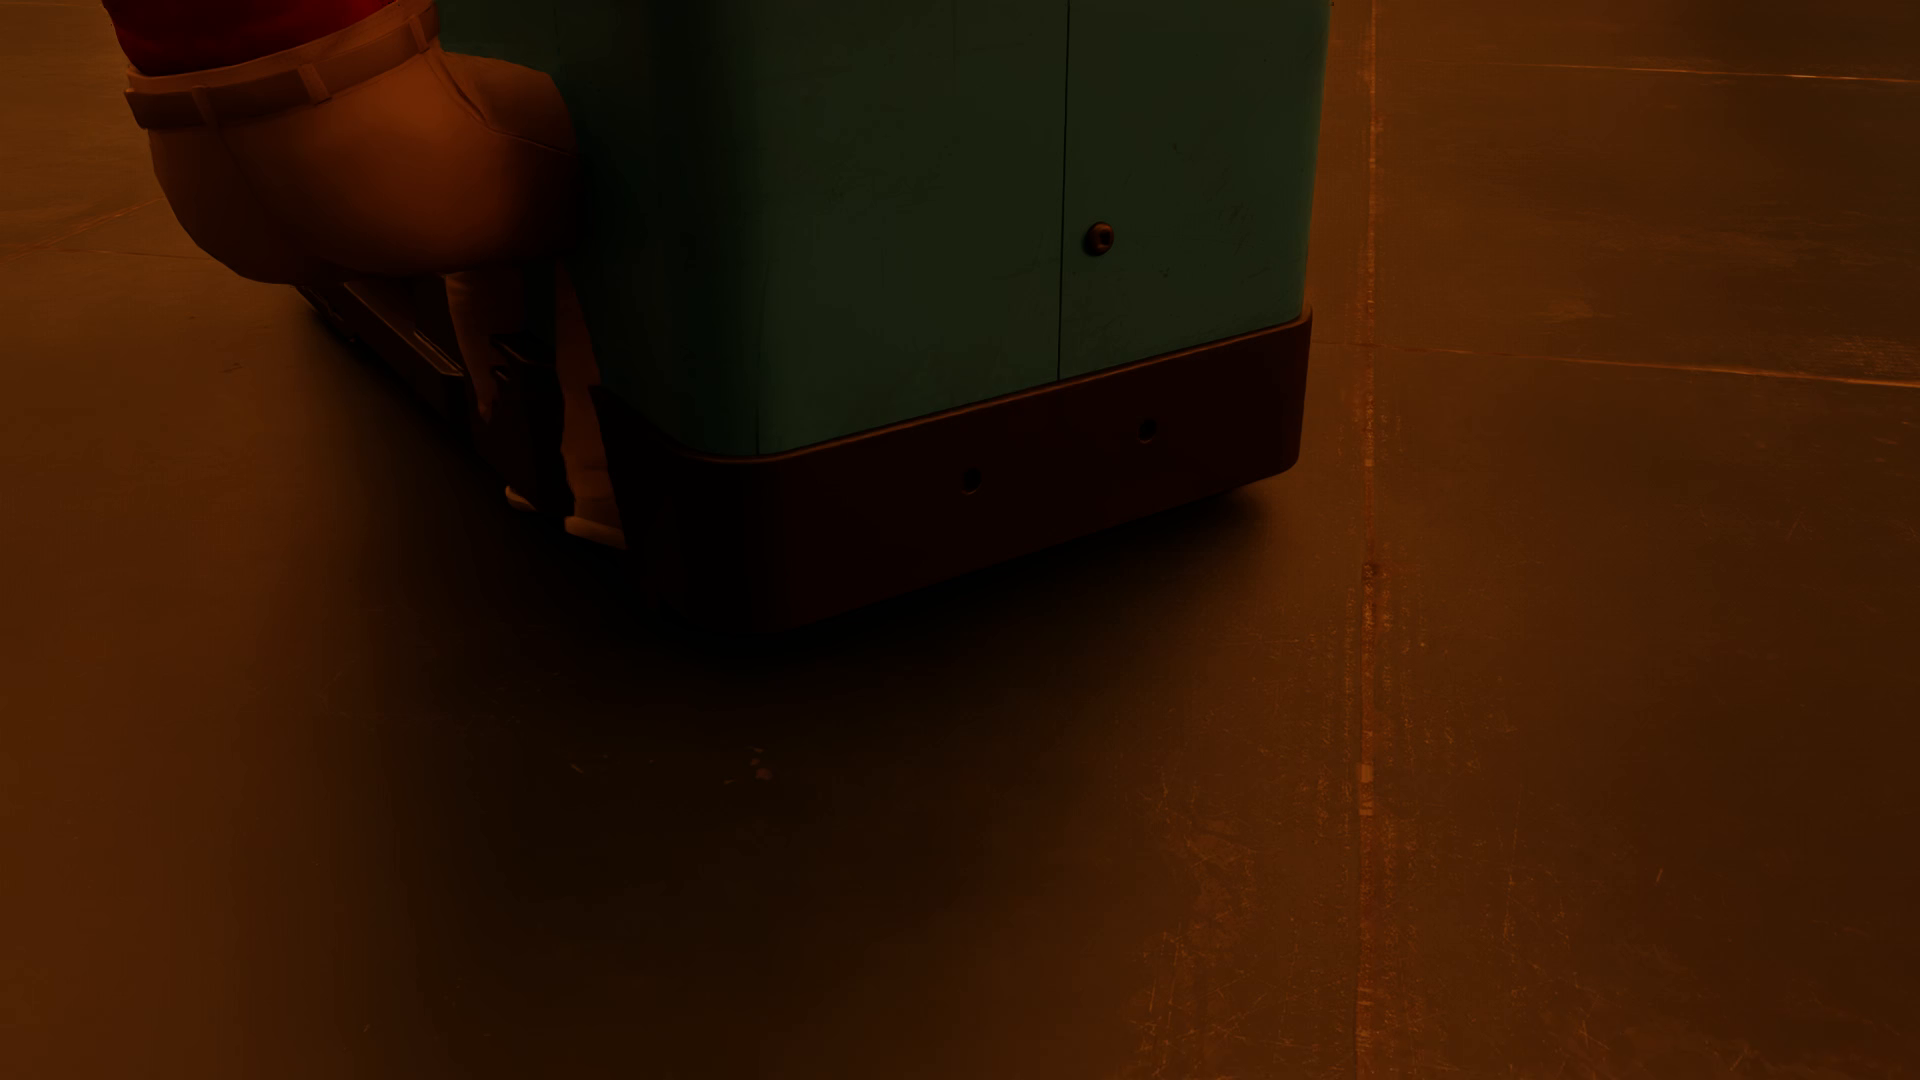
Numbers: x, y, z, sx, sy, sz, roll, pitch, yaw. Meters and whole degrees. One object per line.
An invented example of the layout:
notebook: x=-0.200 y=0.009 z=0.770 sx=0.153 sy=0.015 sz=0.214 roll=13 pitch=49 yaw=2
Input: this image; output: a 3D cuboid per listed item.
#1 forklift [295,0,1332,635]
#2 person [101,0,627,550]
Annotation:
forklift: x=-0.713 y=-1.802 z=2.818 sx=1.130 sy=2.935 sz=3.031 roll=-17 pitch=31 yaw=-30
person: x=-0.676 y=-0.644 z=2.134 sx=0.881 sy=1.491 sz=0.846 roll=10 pitch=28 yaw=18
